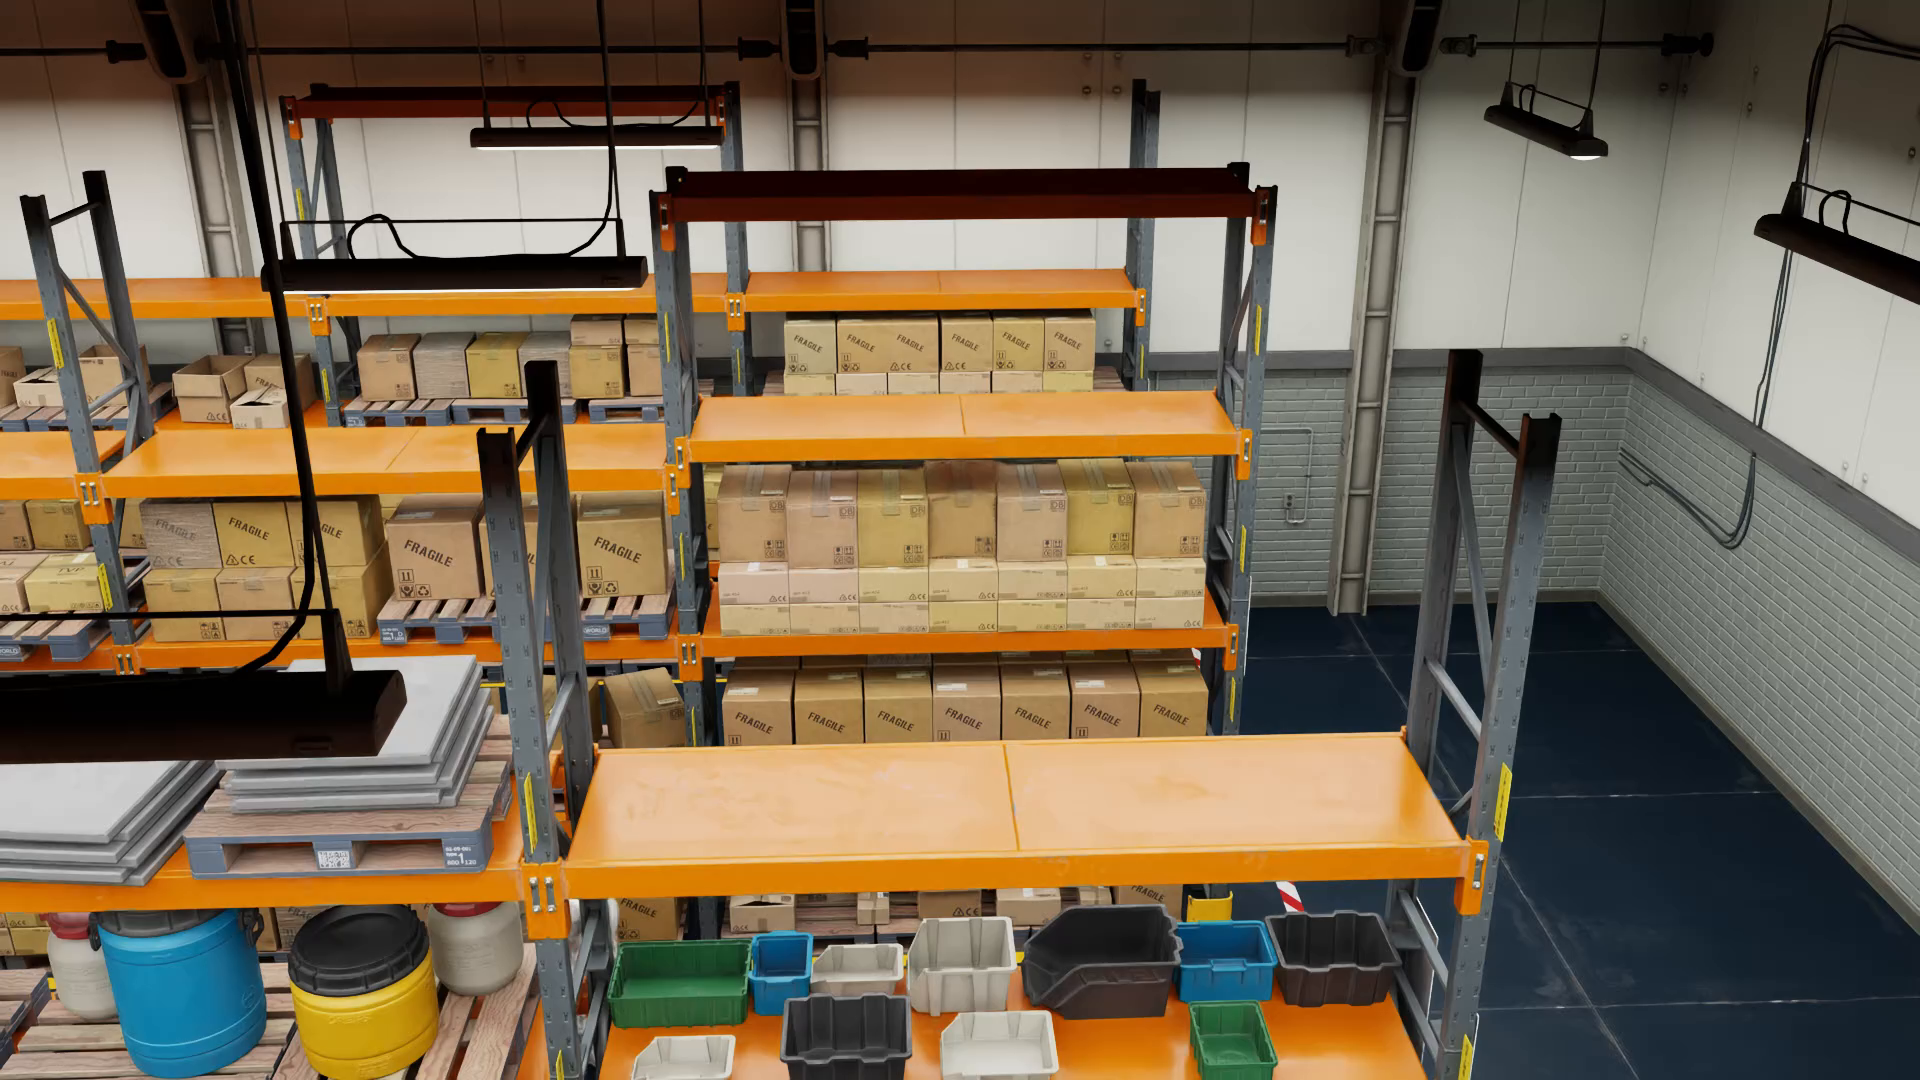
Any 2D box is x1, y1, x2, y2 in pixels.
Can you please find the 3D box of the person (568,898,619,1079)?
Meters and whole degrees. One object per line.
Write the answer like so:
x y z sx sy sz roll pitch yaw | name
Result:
-2.560 2.928 11.554 0.456 1.771 0.595 8 23 19 | person
